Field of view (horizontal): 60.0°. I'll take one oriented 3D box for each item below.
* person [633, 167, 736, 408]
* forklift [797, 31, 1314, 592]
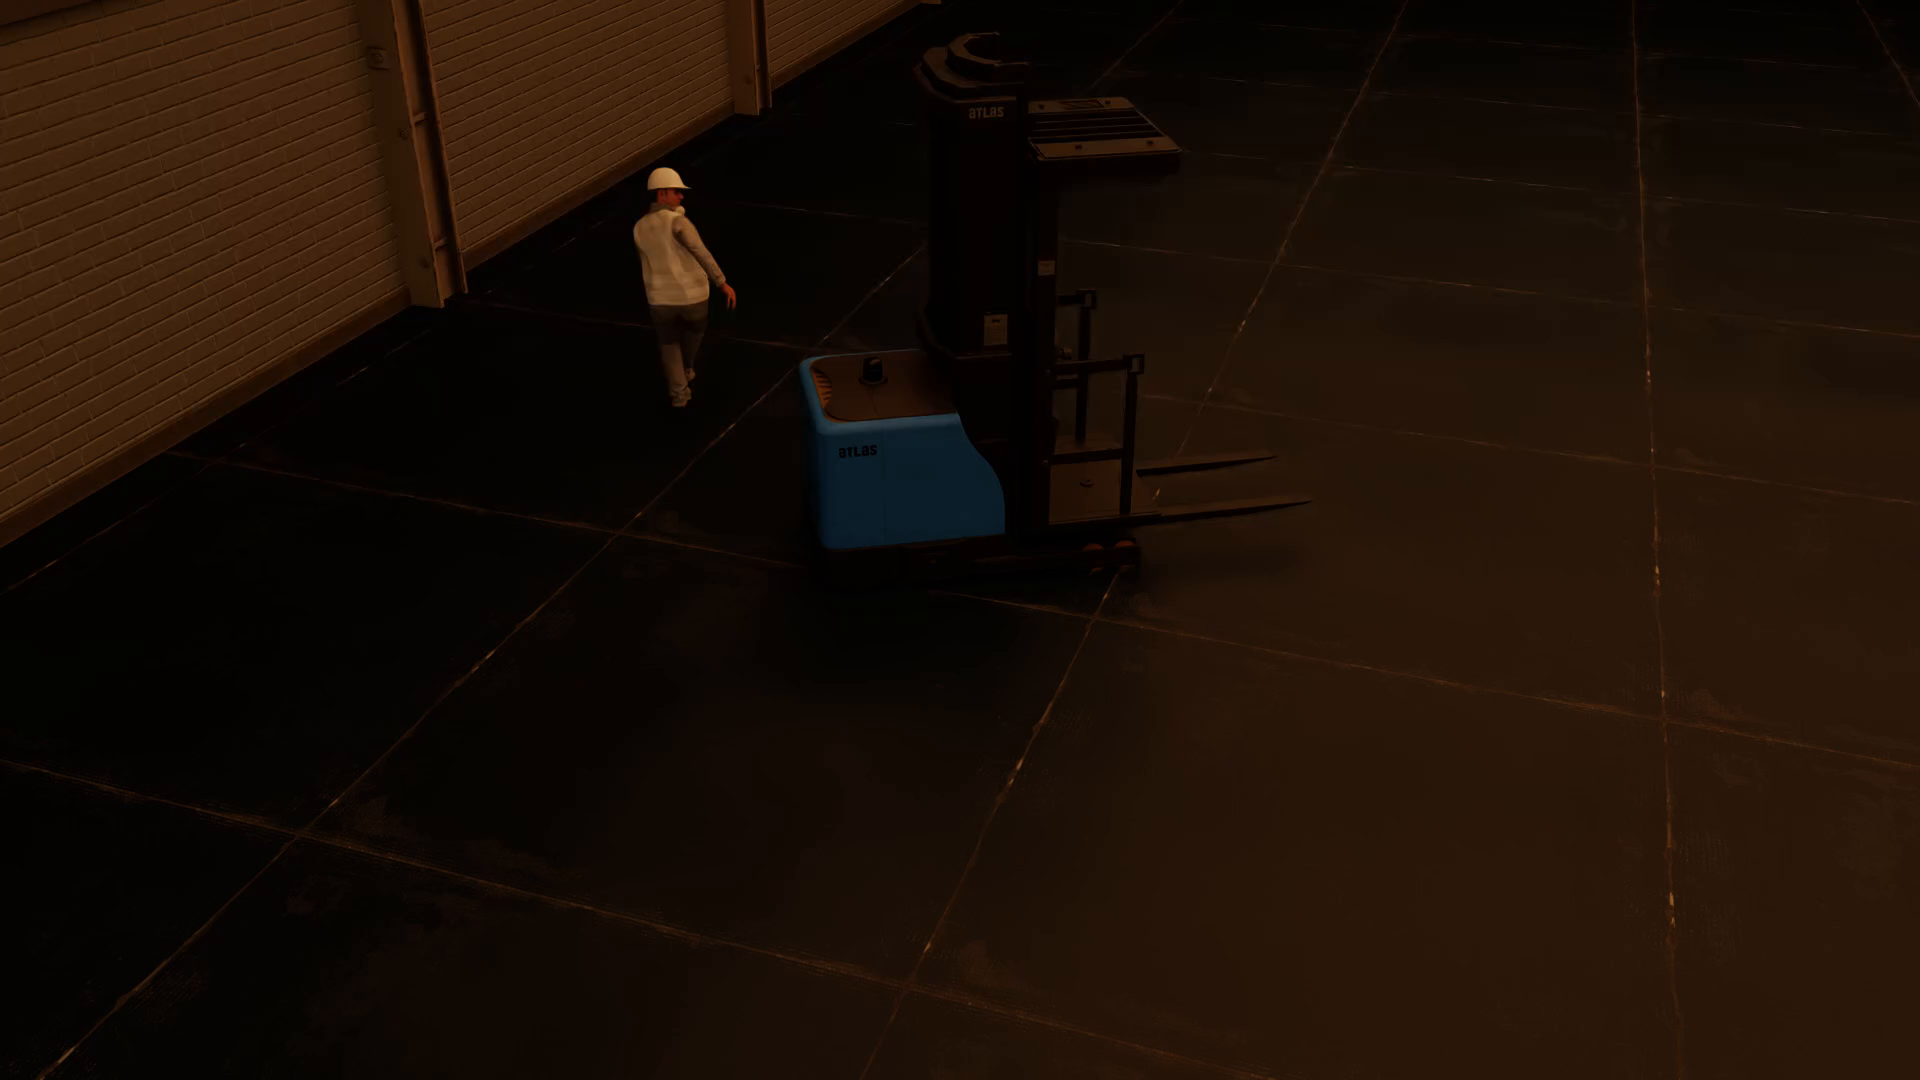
[{"bbox_3d":[-1.873,-1.767,11.569,0.788,1.648,0.797,4,30,8],"label":"person"},{"bbox_3d":[0.598,-1.334,9.477,3.031,2.935,1.130,-6,30,-10],"label":"forklift"}]
